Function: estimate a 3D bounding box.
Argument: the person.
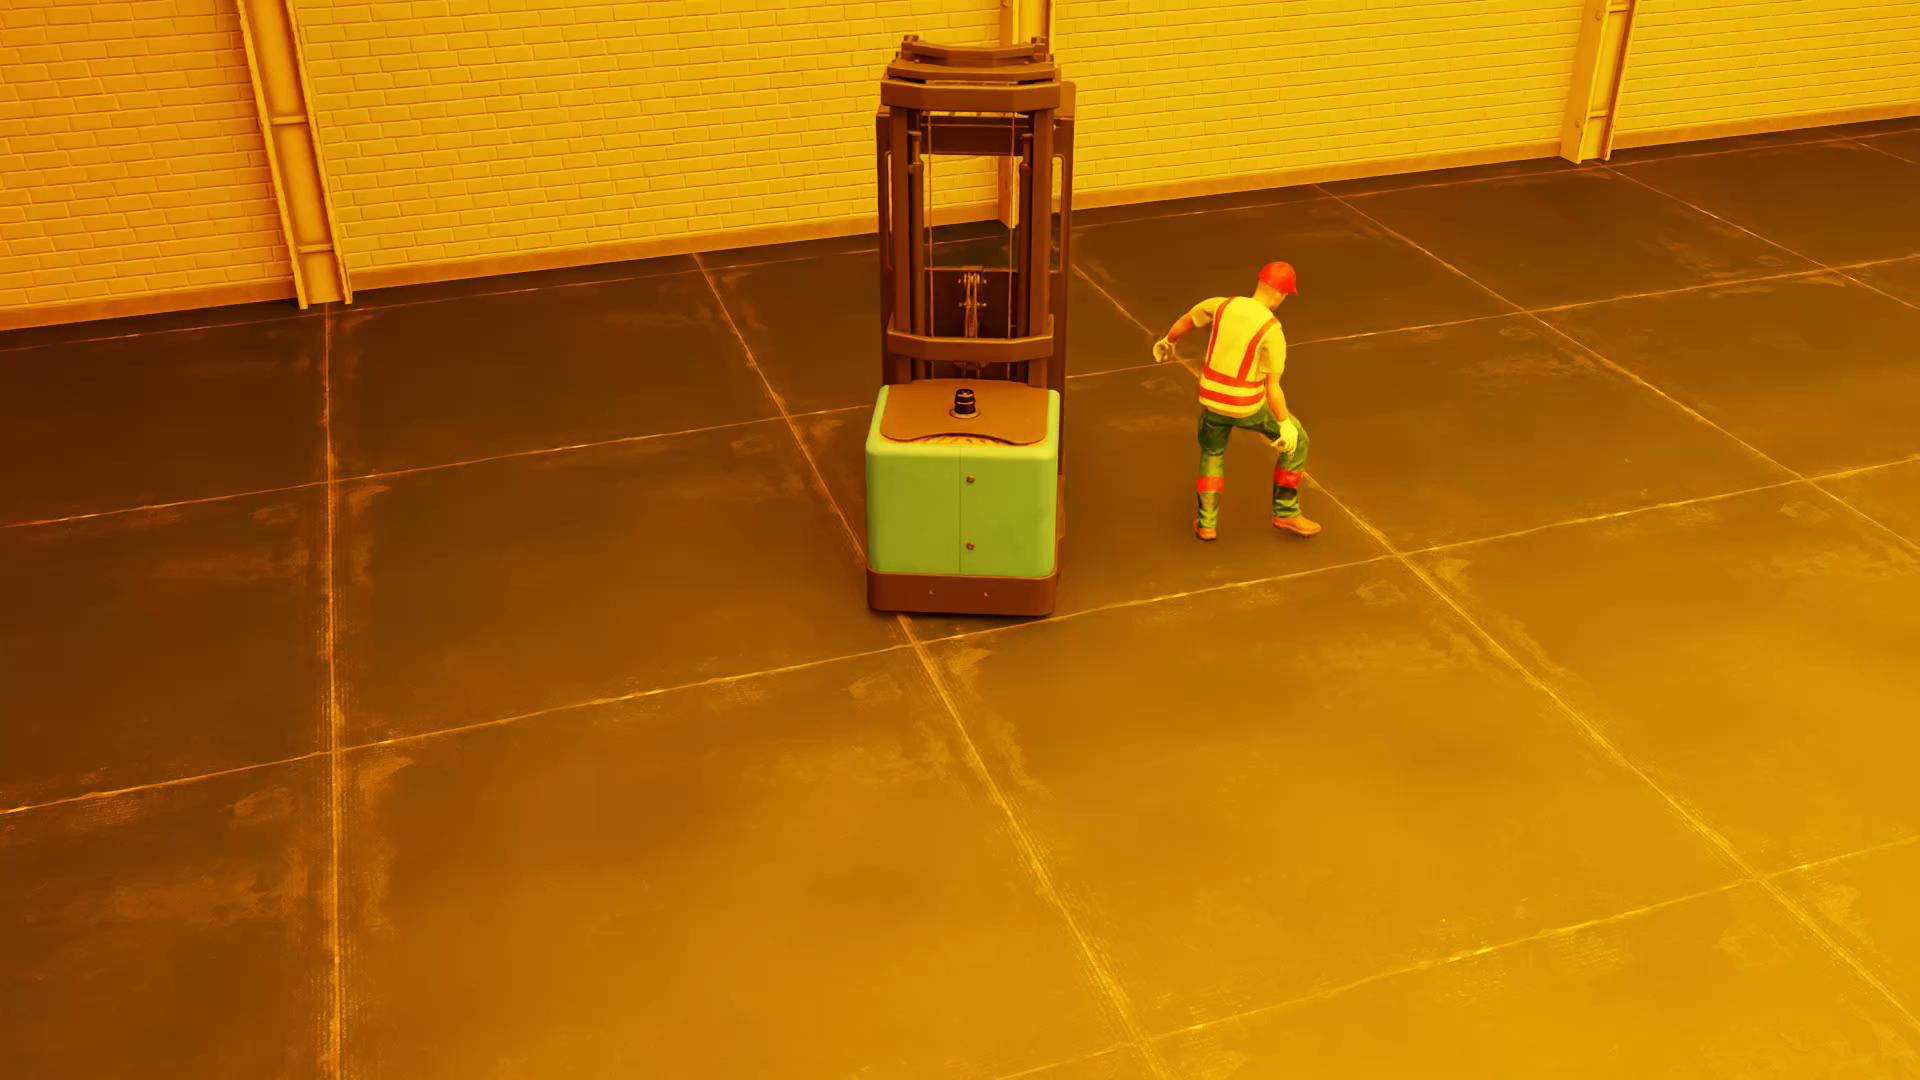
[{"bbox_3d":[1.610,-0.828,9.820,1.145,1.704,0.560,23,37,34],"label":"person"}]

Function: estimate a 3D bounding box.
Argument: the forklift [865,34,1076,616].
[{"bbox_3d":[0.101,-1.557,9.793,1.130,2.935,3.031,2,30,3],"label":"forklift"}]
